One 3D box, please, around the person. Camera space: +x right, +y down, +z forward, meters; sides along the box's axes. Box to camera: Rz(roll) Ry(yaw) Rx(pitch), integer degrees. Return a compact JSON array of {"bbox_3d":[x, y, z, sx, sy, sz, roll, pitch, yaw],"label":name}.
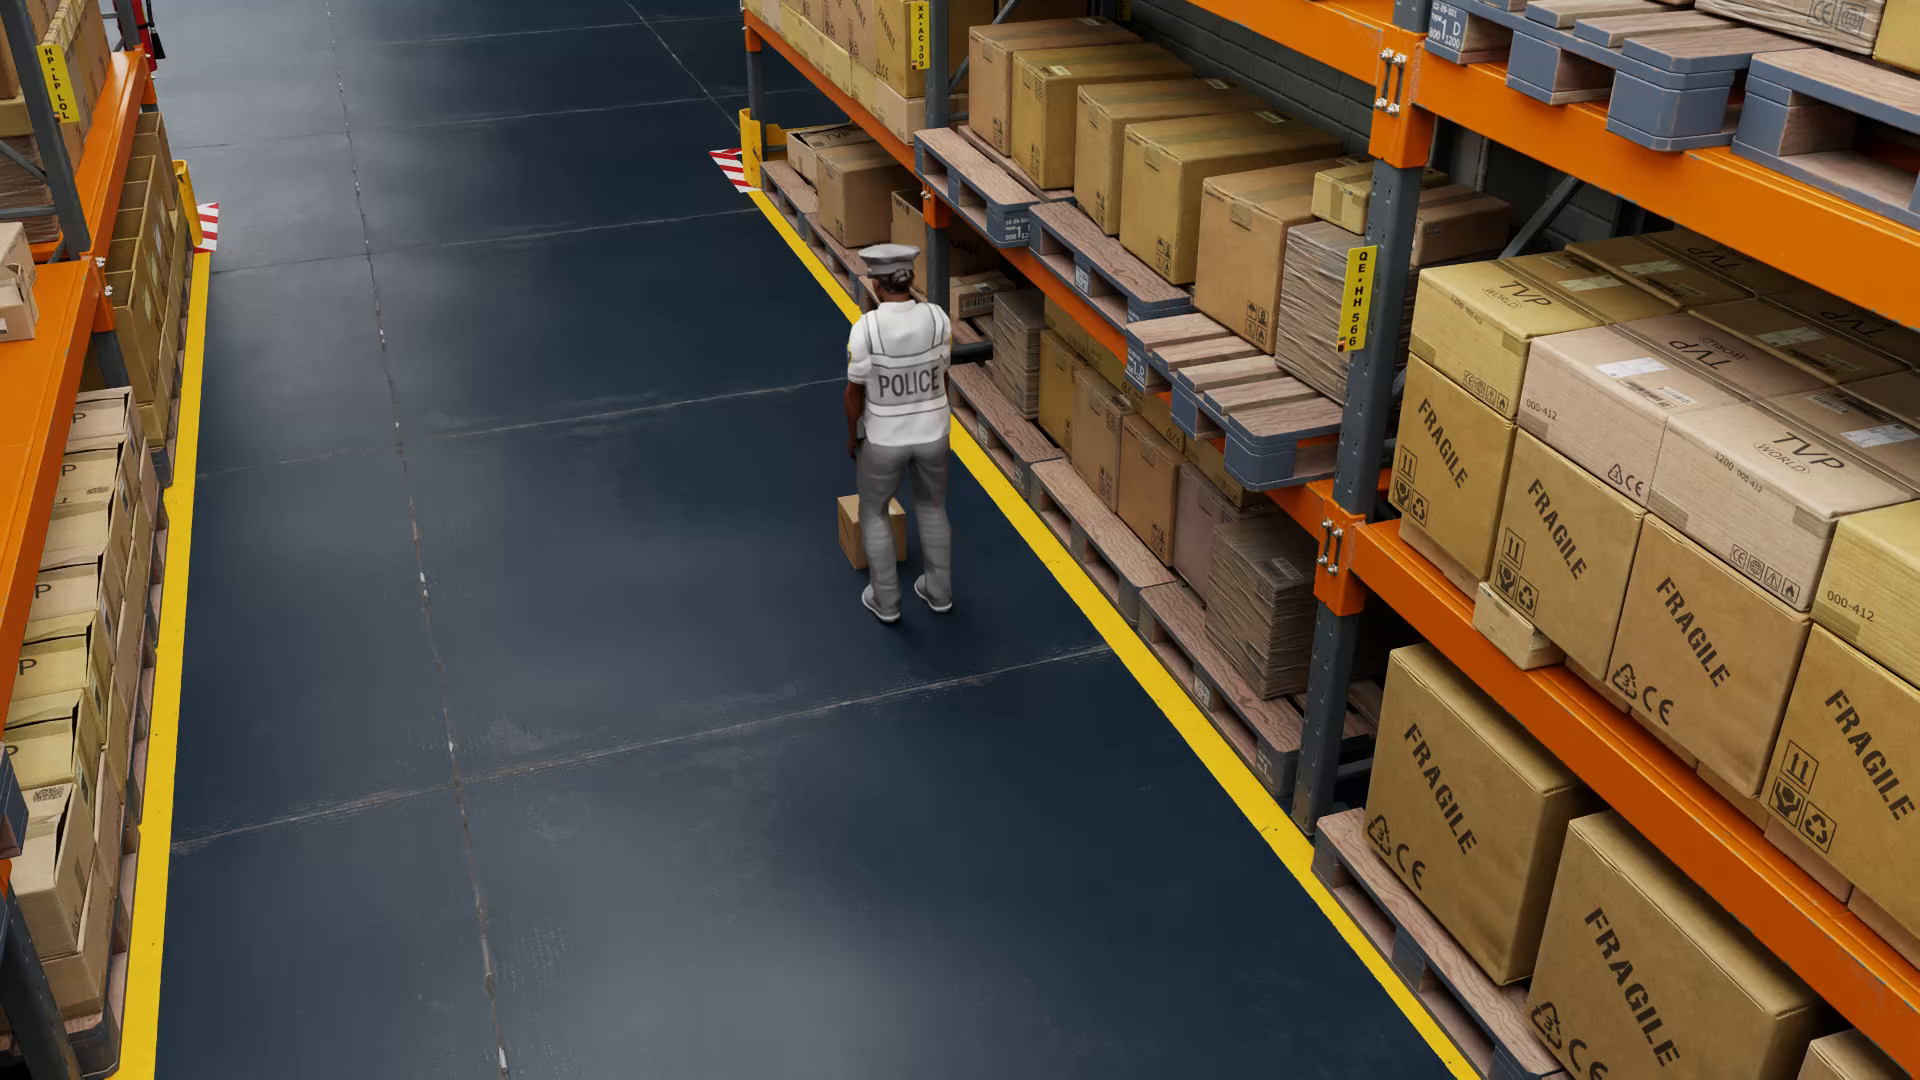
[{"bbox_3d":[-0.256,-0.420,6.885,0.446,1.644,0.379,-10,31,-16],"label":"person"}]
